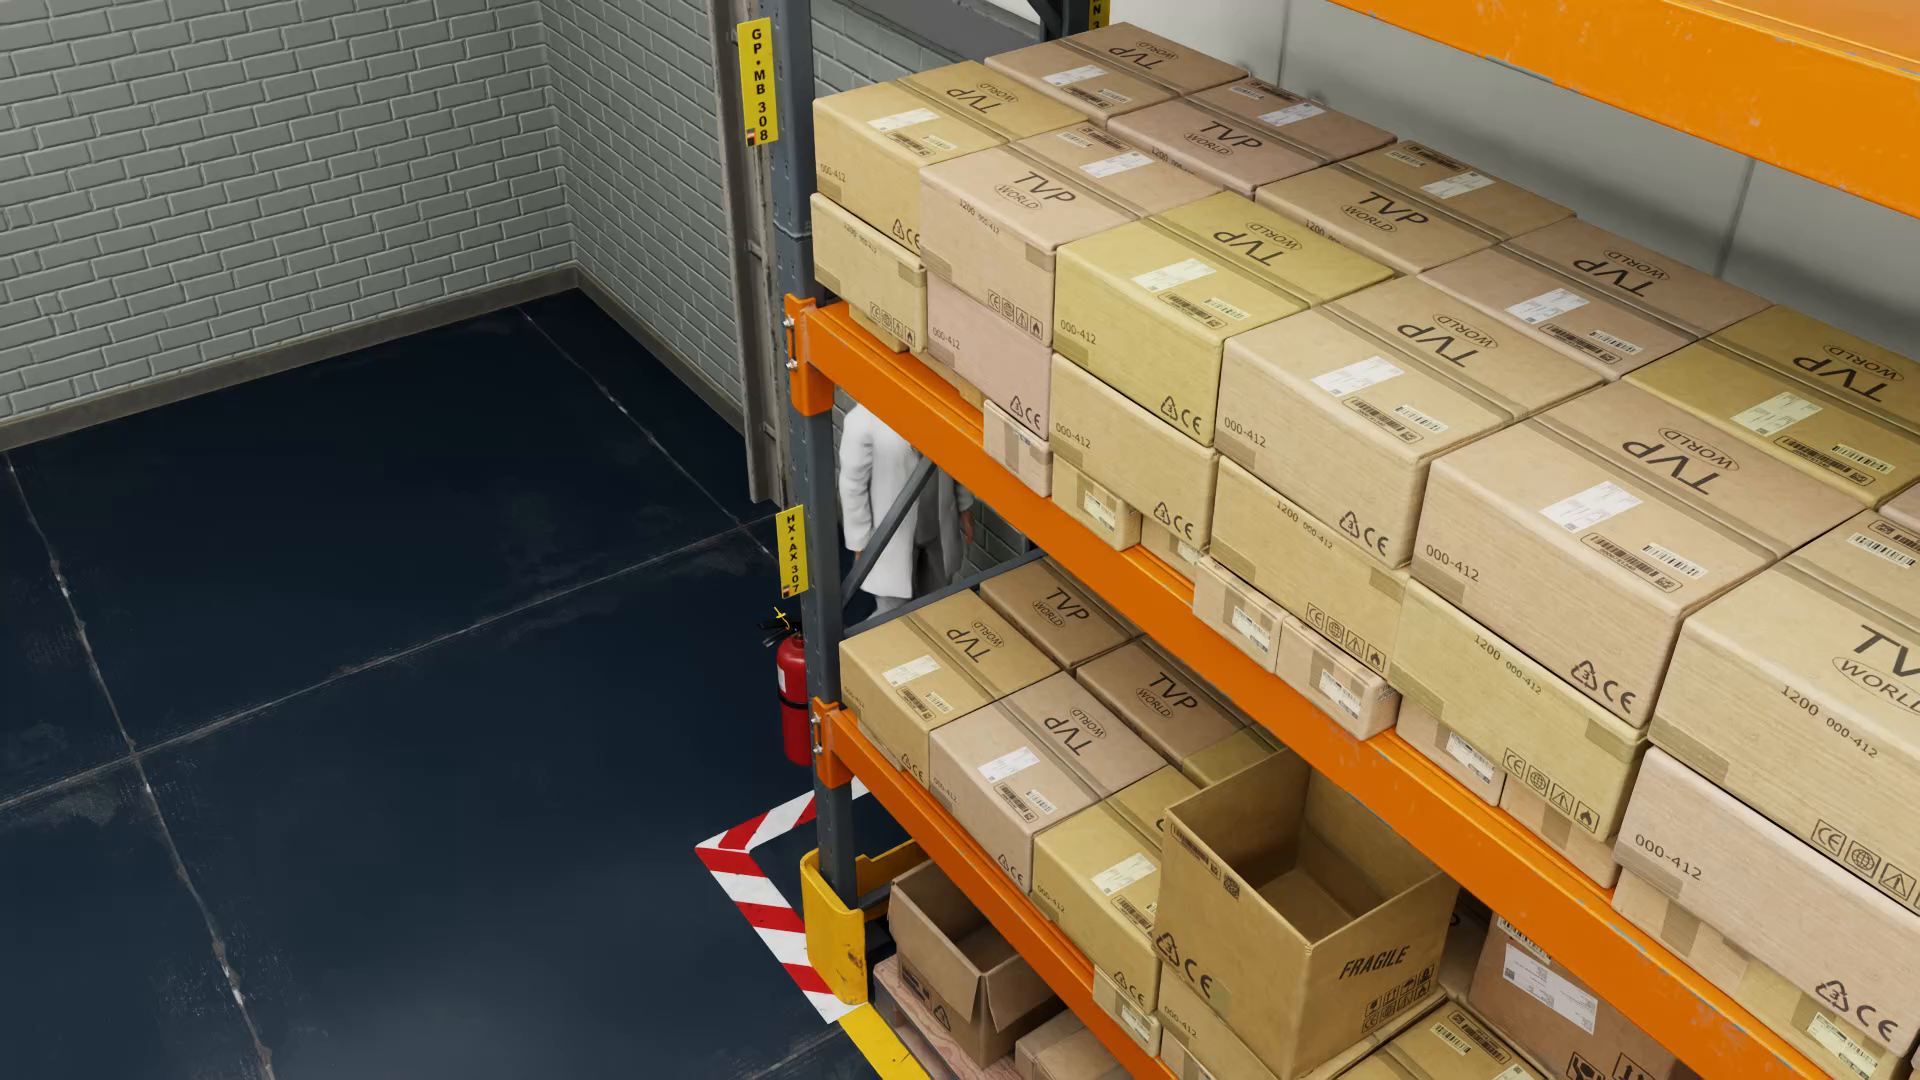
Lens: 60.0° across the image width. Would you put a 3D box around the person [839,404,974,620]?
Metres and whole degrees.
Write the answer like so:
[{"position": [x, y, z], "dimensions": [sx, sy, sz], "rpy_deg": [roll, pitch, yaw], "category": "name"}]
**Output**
[{"position": [-0.226, -0.042, 7.059], "dimensions": [0.675, 1.769, 0.469], "rpy_deg": [-23, 42, -29], "category": "person"}]
